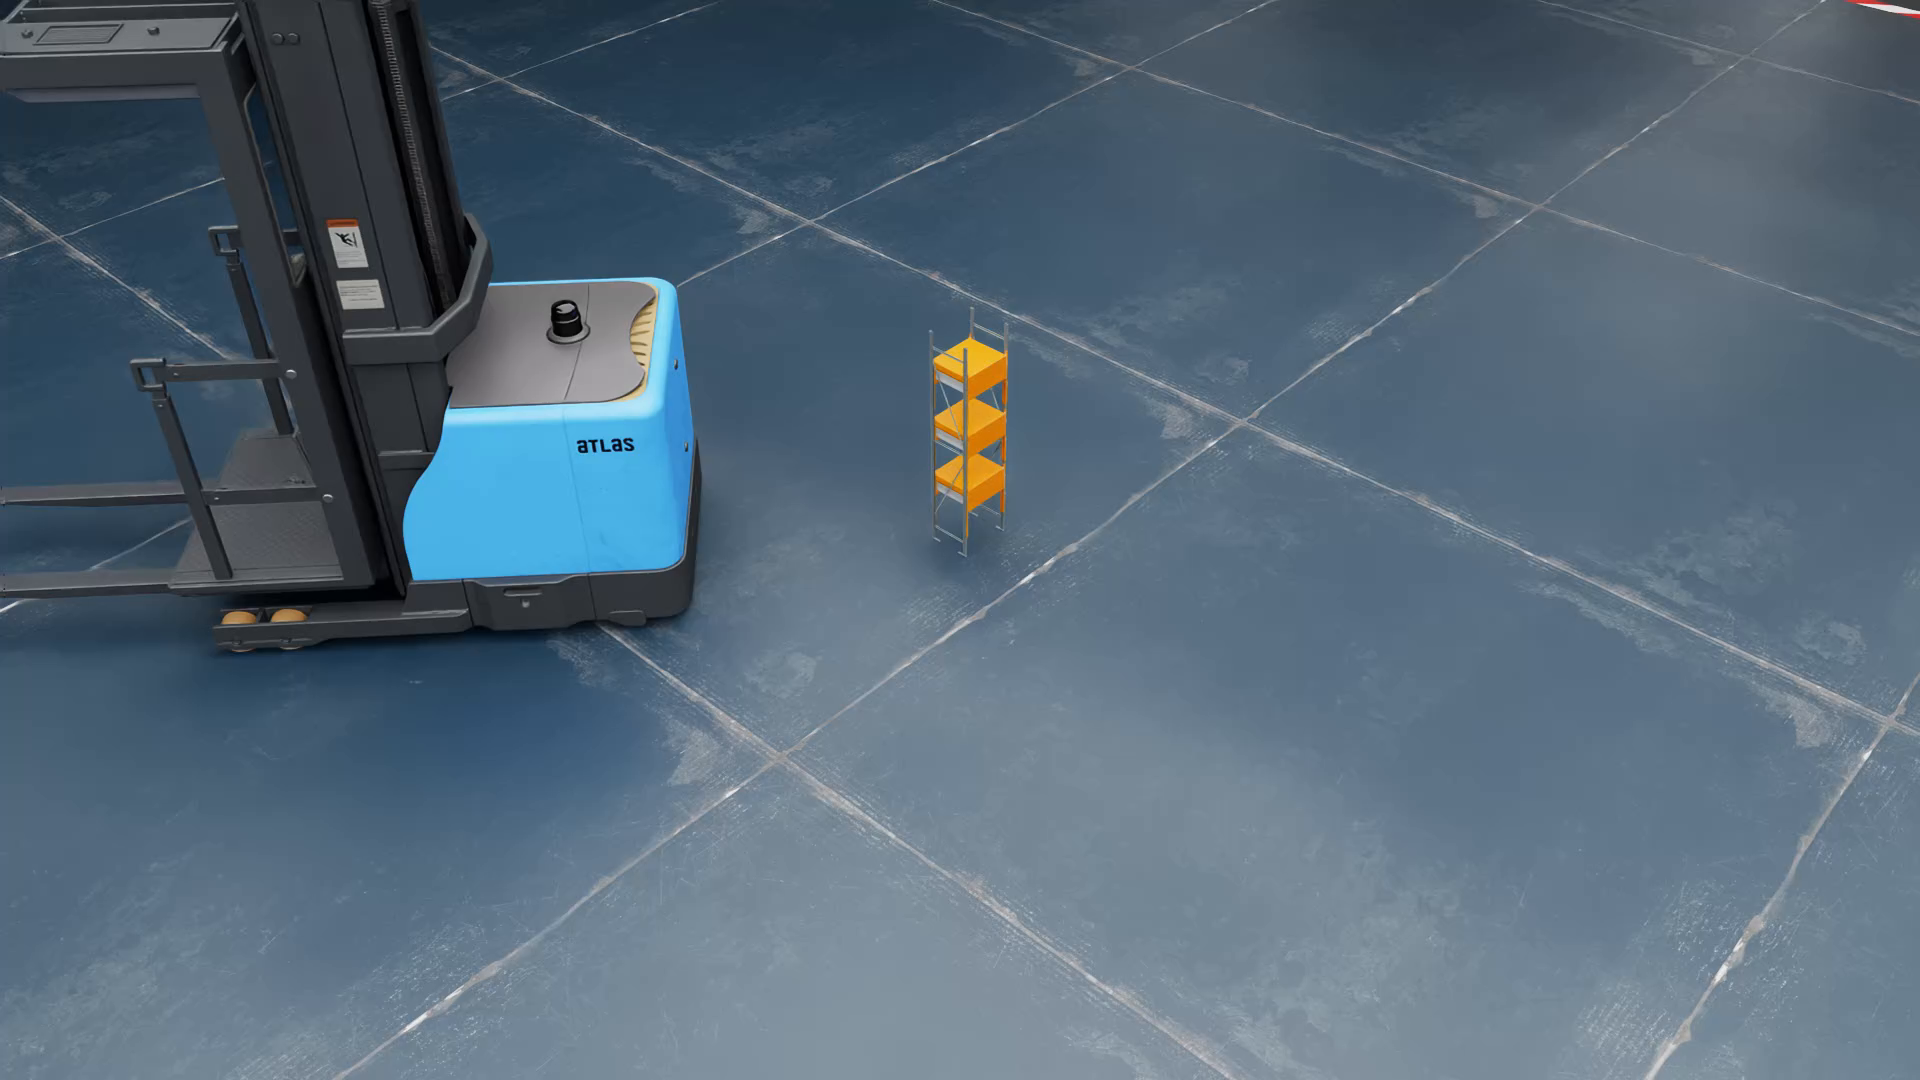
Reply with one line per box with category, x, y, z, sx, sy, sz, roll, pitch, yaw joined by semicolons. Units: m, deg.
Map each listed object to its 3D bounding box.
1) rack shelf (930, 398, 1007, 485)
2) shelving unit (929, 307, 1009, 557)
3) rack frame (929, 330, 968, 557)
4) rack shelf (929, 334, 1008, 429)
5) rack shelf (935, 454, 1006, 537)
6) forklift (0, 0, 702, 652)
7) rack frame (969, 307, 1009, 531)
rack shelf;0.036;-0.427;6.961;0.215;0.259;0.240;30;47;32
shelving unit;0.036;-0.436;6.954;0.215;1.050;0.252;30;47;32
rack frame;-0.046;-0.379;6.884;0.200;1.050;0.008;30;47;32
rack shelf;0.036;-0.649;6.784;0.215;0.259;0.240;30;47;32
rack shelf;0.036;-0.210;7.134;0.215;0.259;0.240;30;47;32
forklift;-2.642;-1.040;6.203;3.031;2.935;1.130;-3;39;-3
rack frame;0.118;-0.492;7.025;0.200;1.050;0.008;30;47;32
